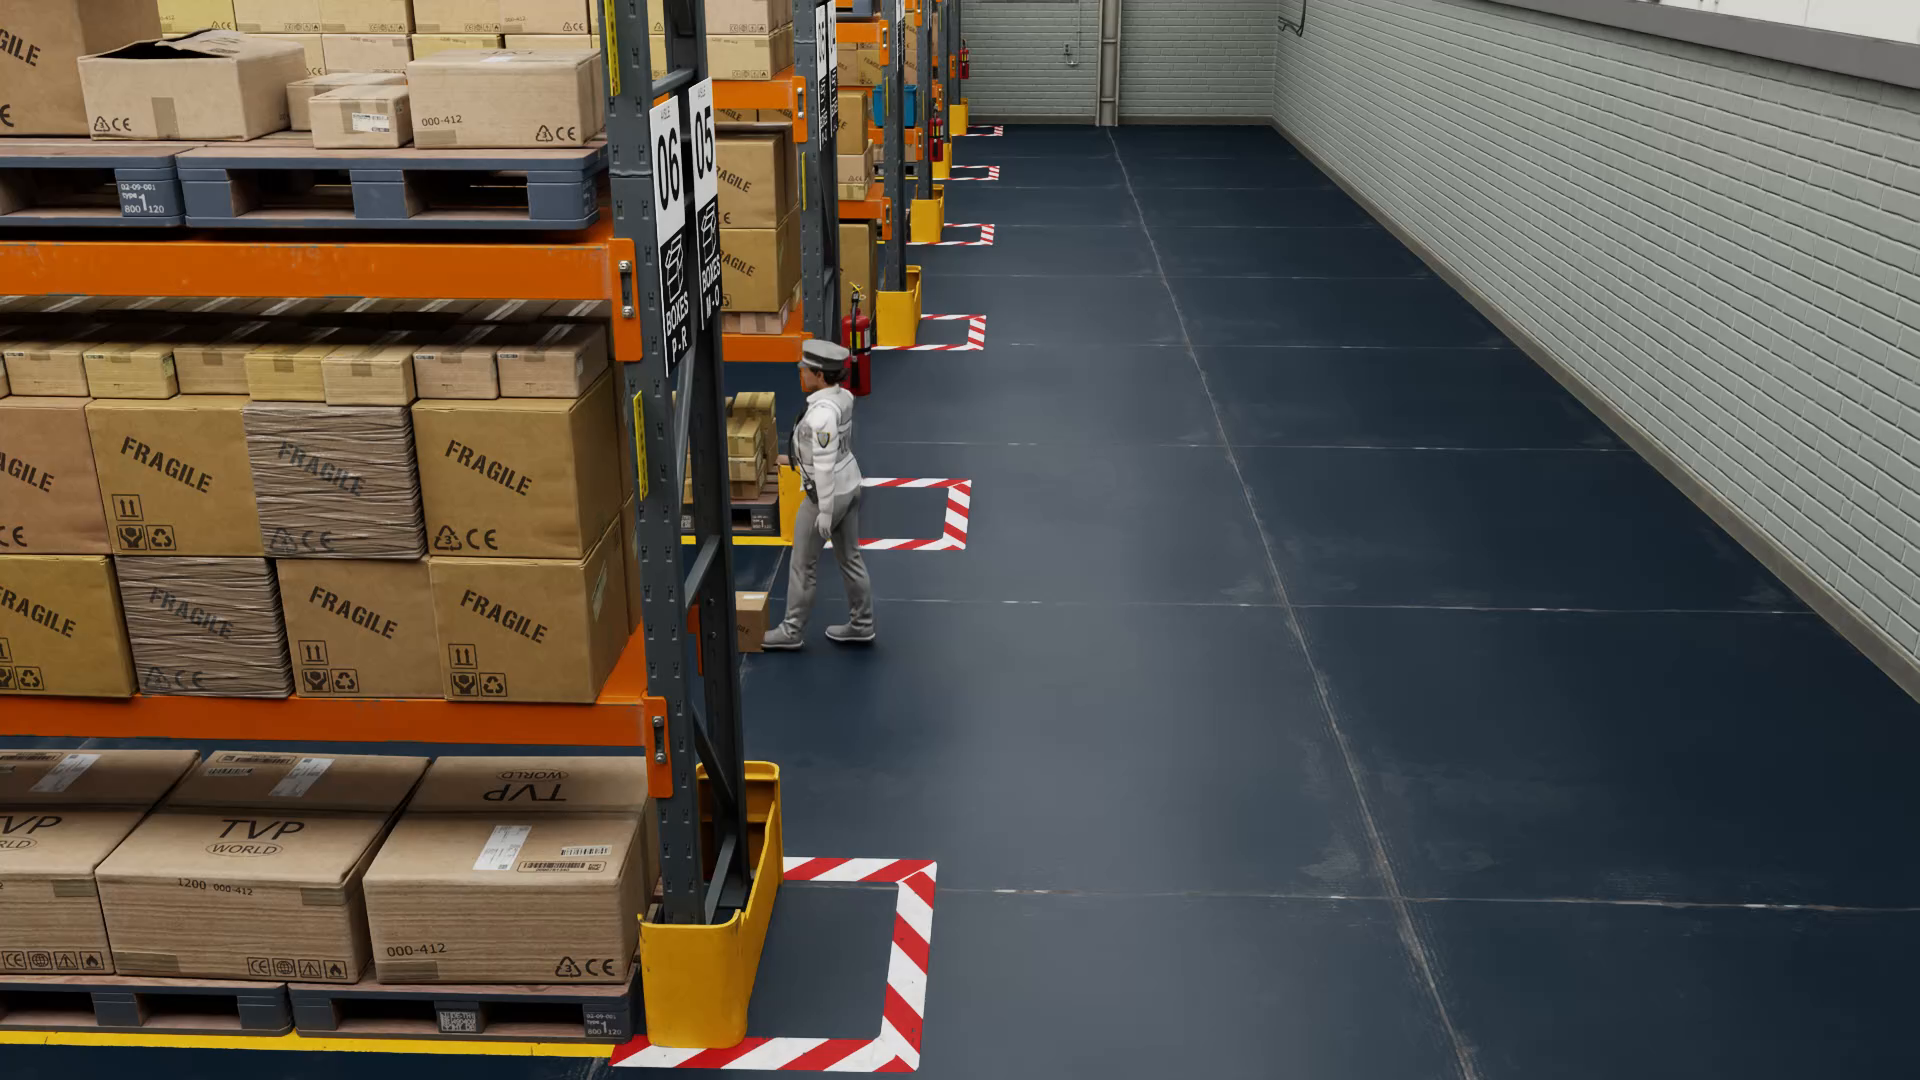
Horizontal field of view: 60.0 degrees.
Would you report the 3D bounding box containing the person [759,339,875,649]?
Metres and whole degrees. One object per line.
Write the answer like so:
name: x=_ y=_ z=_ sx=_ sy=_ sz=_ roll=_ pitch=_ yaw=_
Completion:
person: x=-0.776 y=-0.243 z=8.754 sx=0.631 sy=1.672 sz=0.497 roll=6 pitch=22 yaw=15
